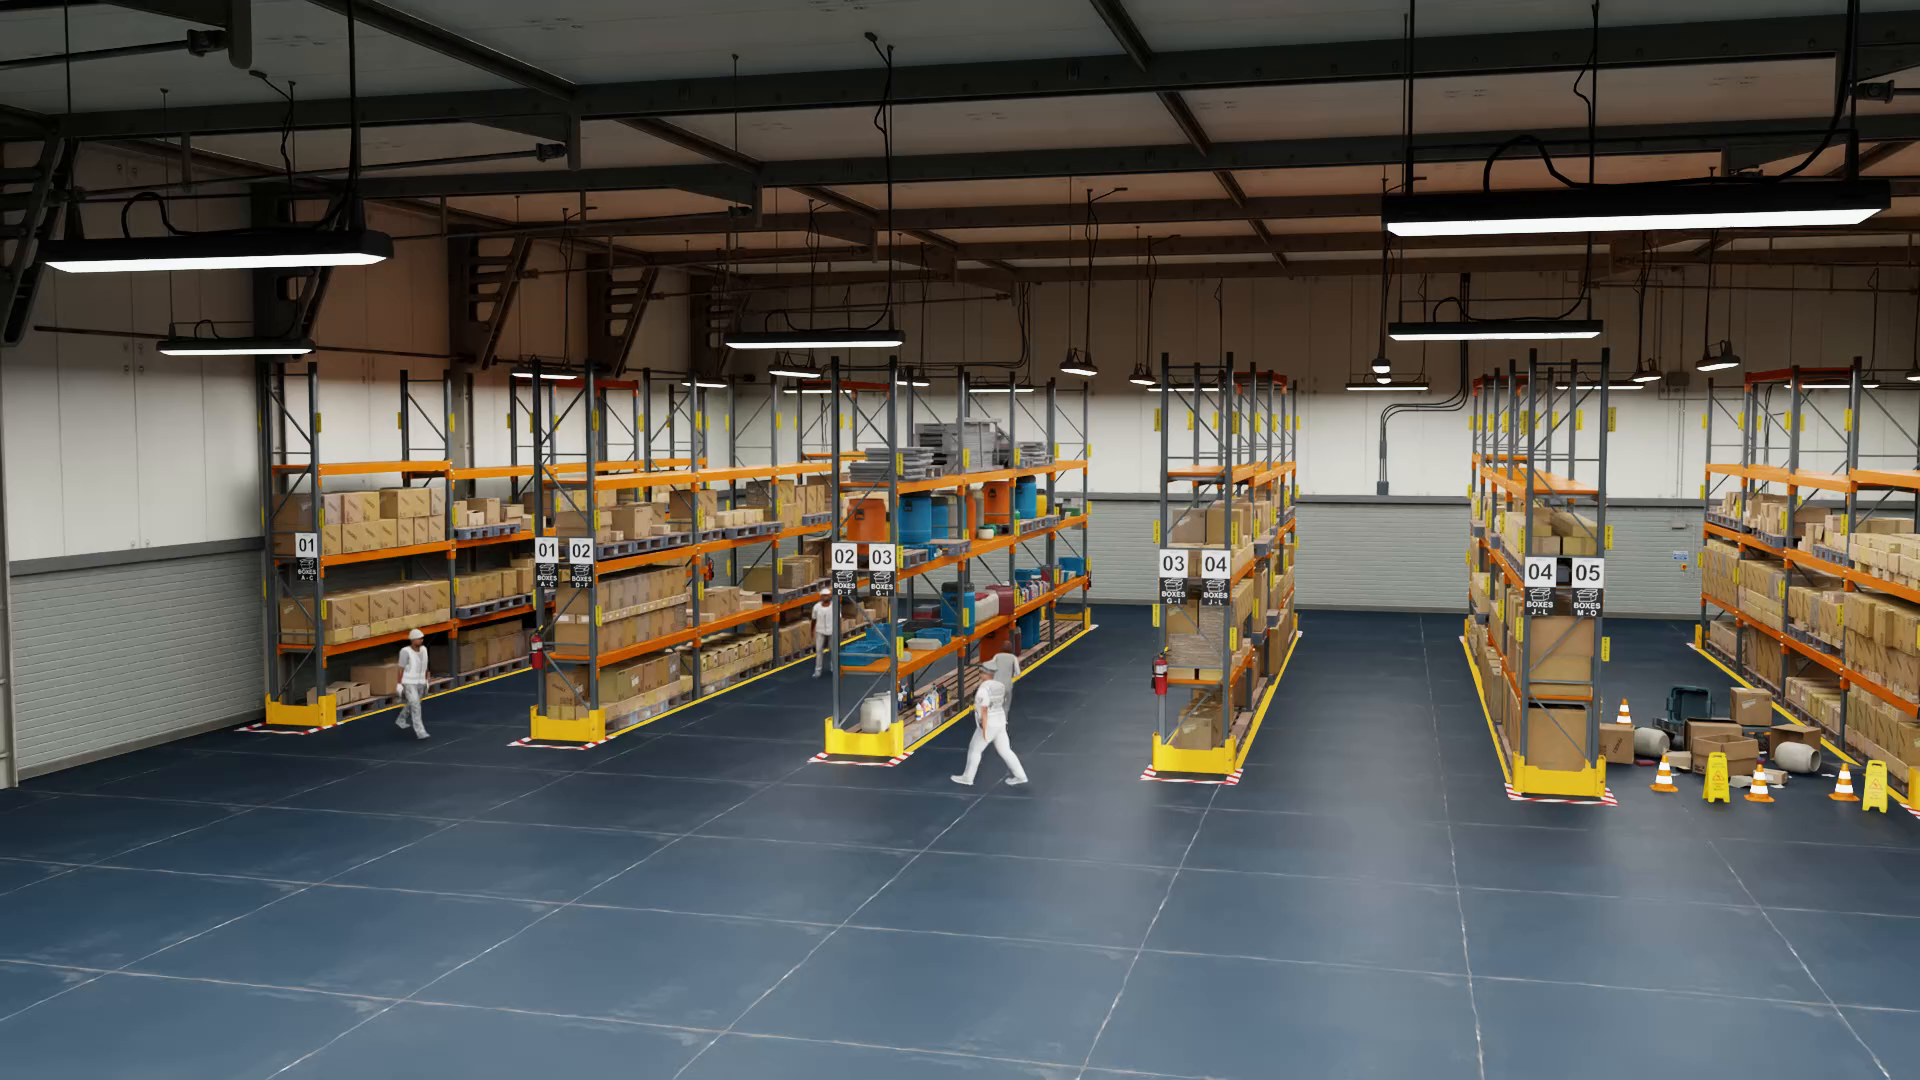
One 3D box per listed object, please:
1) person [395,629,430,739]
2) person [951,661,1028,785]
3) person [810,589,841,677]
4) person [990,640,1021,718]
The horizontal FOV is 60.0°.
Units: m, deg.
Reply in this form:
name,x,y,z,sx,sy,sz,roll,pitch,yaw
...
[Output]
name,x,y,z,sx,sy,sz,roll,pitch,yaw
person,-8.742,2.276,26.542,1.117,1.732,0.576,3,5,36
person,0.398,2.528,22.838,1.085,1.716,0.552,2,5,29
person,-2.663,1.815,32.842,0.668,1.705,1.079,0,4,5
person,0.696,2.371,26.845,0.519,1.500,0.754,1,4,18
